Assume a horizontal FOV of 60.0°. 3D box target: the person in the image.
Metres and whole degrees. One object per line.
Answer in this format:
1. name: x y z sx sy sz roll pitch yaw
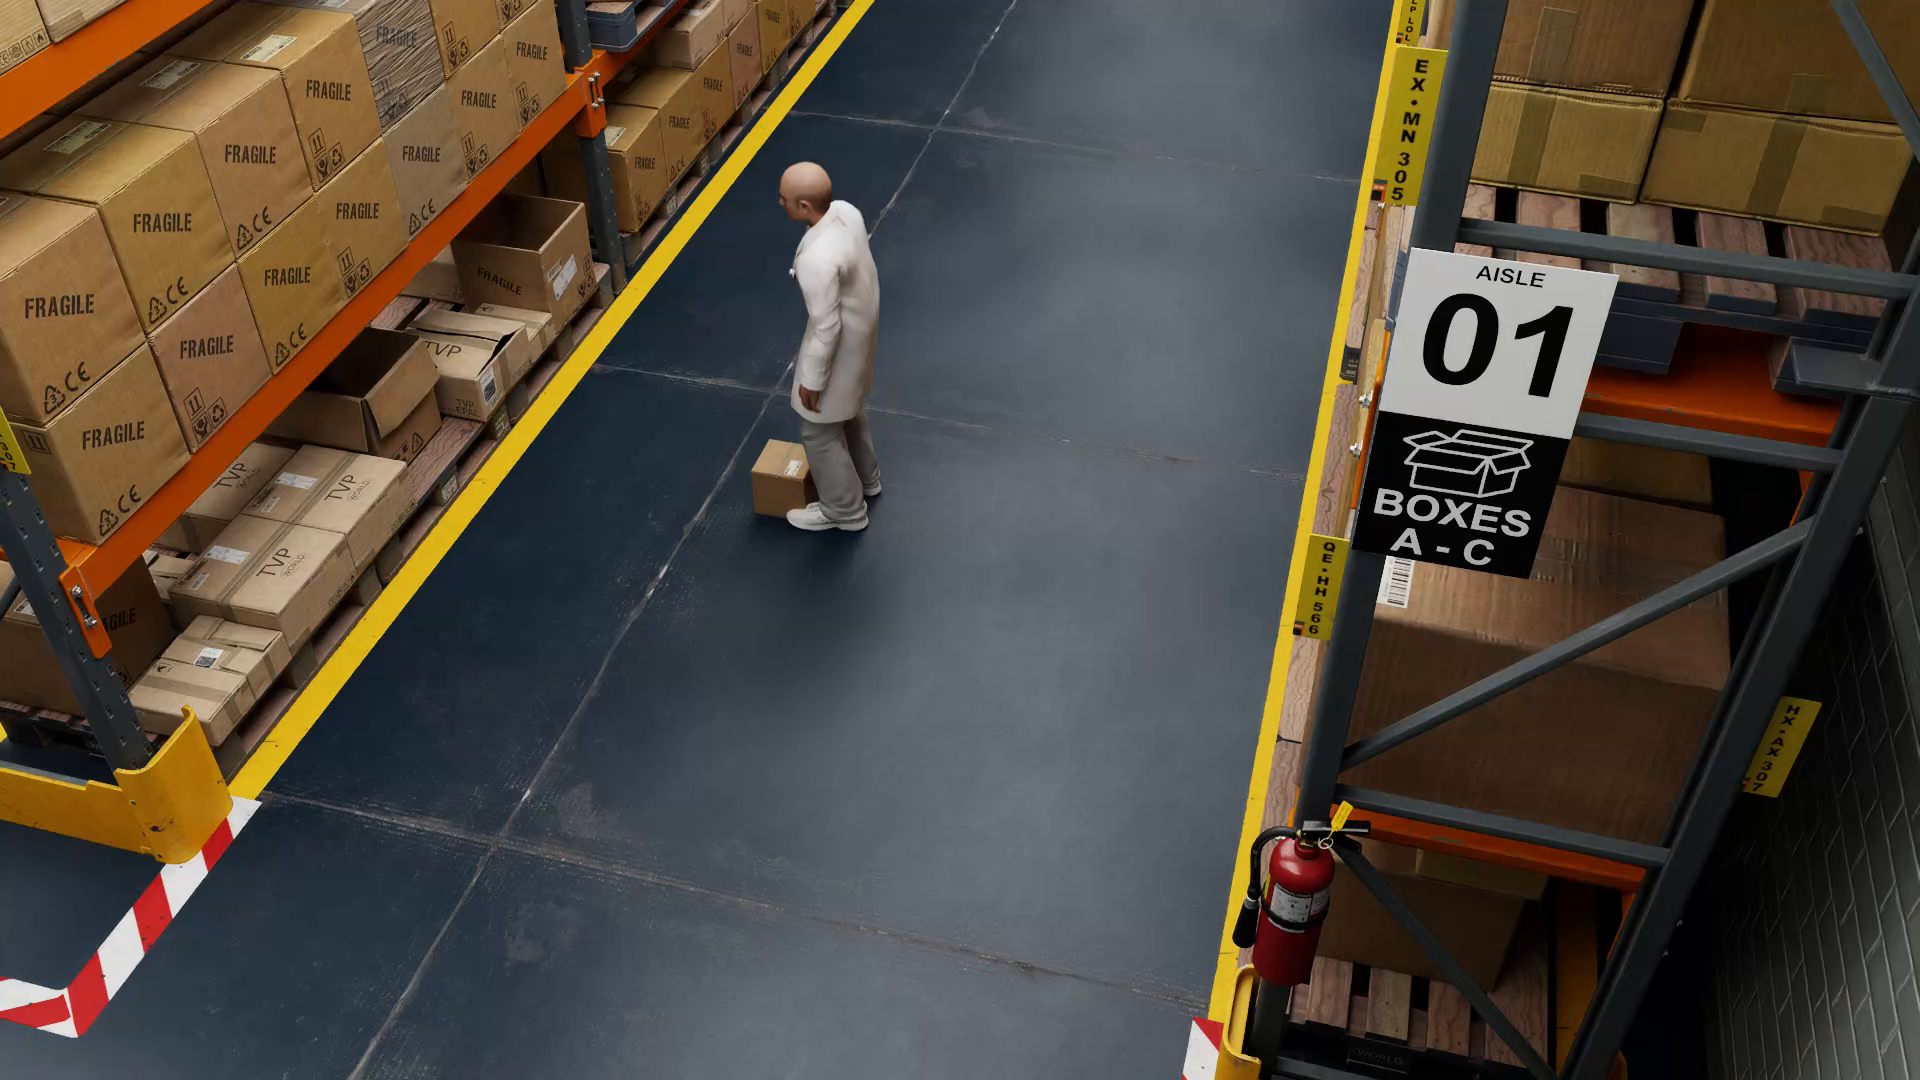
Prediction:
1. person: -0.557 -0.811 7.121 0.429 1.772 0.649 7 41 9
